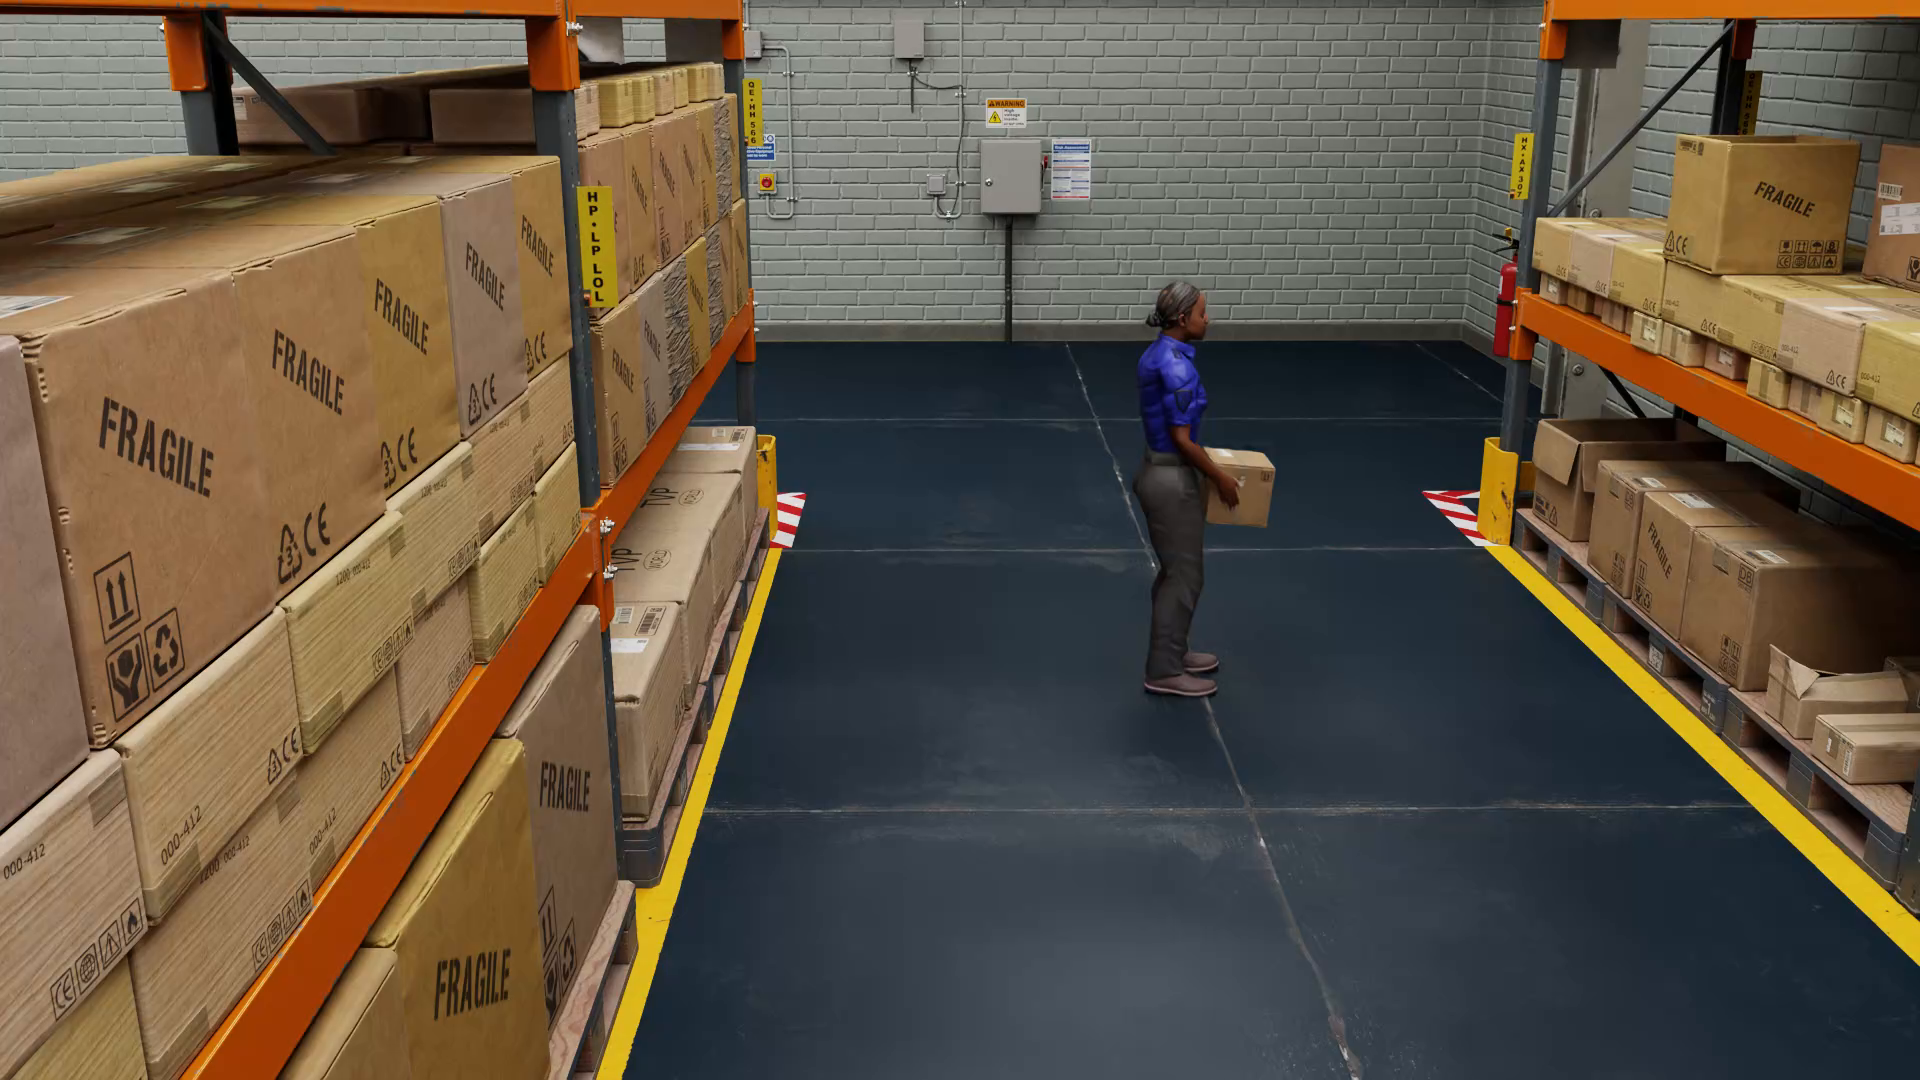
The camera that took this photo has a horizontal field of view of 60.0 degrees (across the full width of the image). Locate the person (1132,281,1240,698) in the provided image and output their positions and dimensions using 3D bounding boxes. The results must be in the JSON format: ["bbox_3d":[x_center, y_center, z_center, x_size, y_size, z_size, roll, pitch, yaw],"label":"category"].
[{"bbox_3d":[0.914,-0.216,6.738,0.418,1.663,0.475,-1,17,-2],"label":"person"}]
